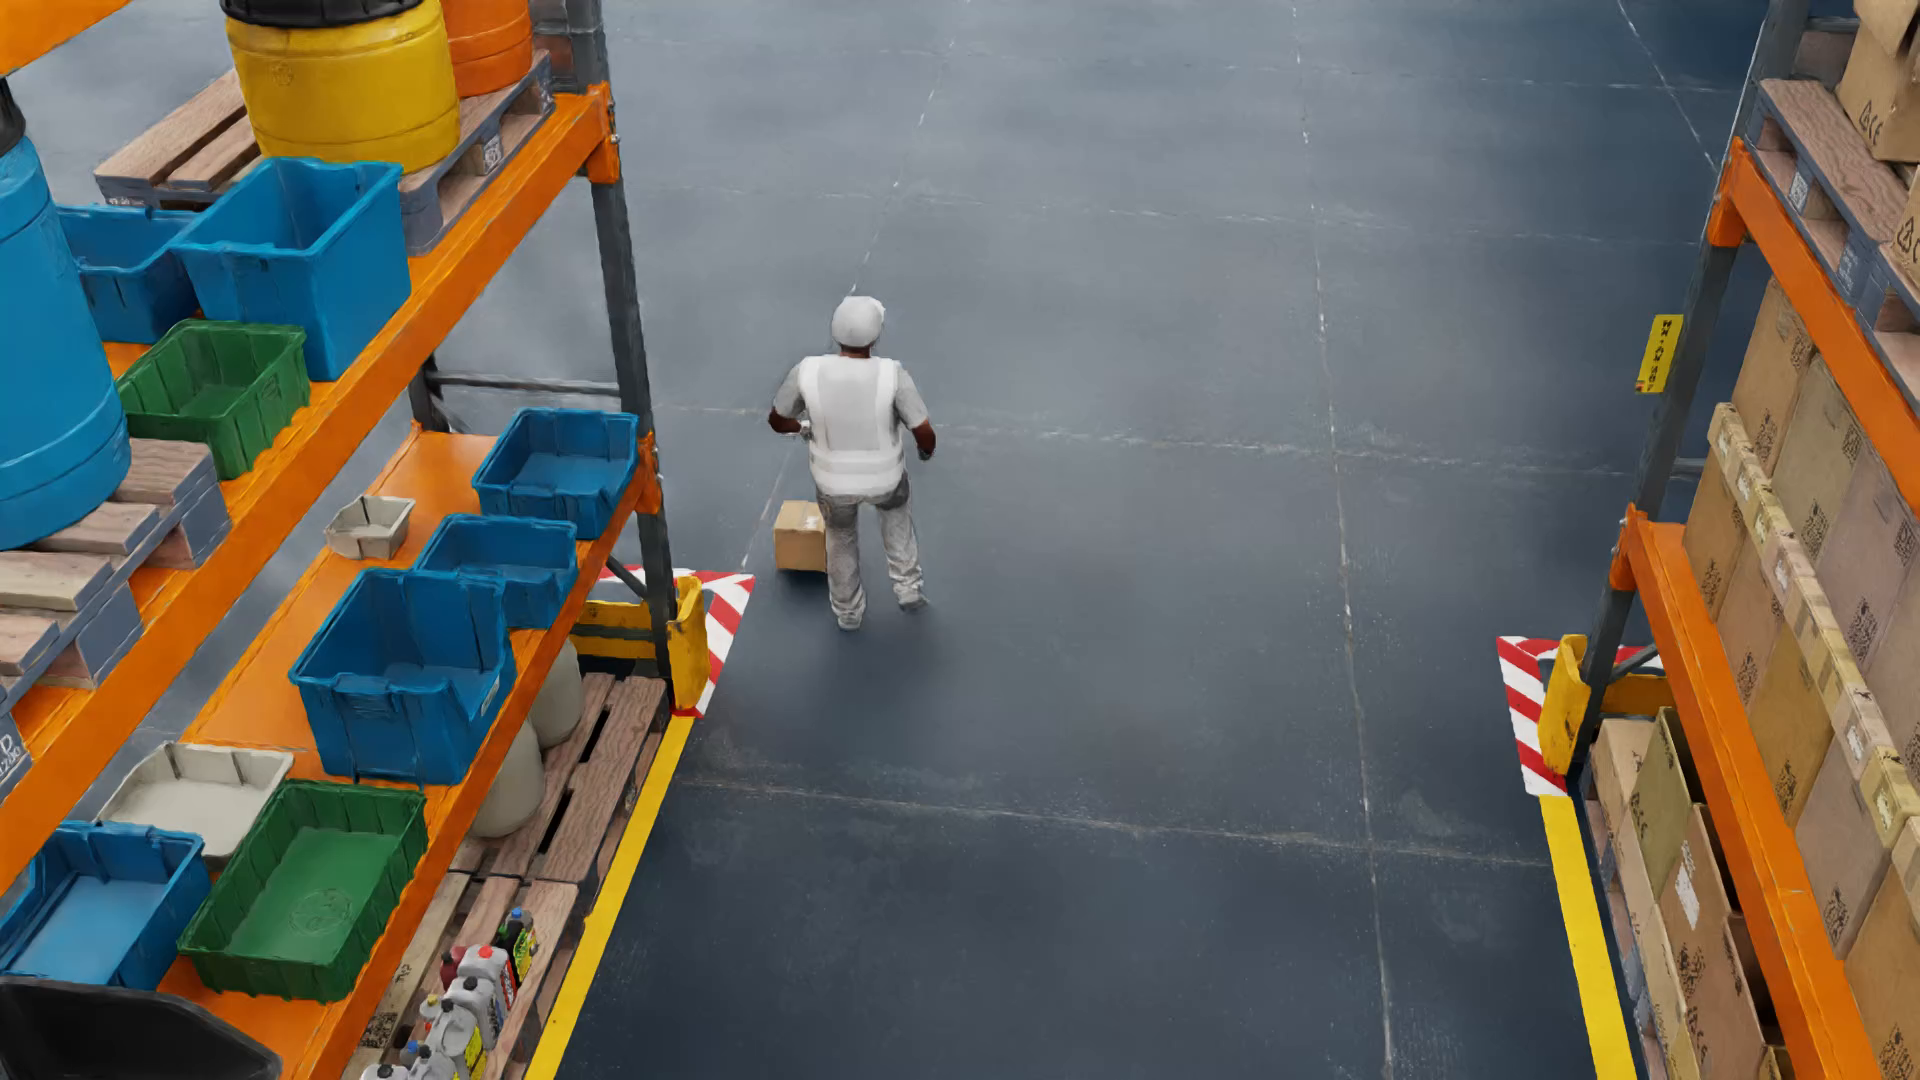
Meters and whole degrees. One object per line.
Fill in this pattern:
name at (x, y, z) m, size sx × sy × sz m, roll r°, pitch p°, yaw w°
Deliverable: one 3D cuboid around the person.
person at (-0.478, -0.345, 7.533) m, size 0.734 × 1.750 × 0.515 m, roll -2°, pitch 36°, yaw -3°
